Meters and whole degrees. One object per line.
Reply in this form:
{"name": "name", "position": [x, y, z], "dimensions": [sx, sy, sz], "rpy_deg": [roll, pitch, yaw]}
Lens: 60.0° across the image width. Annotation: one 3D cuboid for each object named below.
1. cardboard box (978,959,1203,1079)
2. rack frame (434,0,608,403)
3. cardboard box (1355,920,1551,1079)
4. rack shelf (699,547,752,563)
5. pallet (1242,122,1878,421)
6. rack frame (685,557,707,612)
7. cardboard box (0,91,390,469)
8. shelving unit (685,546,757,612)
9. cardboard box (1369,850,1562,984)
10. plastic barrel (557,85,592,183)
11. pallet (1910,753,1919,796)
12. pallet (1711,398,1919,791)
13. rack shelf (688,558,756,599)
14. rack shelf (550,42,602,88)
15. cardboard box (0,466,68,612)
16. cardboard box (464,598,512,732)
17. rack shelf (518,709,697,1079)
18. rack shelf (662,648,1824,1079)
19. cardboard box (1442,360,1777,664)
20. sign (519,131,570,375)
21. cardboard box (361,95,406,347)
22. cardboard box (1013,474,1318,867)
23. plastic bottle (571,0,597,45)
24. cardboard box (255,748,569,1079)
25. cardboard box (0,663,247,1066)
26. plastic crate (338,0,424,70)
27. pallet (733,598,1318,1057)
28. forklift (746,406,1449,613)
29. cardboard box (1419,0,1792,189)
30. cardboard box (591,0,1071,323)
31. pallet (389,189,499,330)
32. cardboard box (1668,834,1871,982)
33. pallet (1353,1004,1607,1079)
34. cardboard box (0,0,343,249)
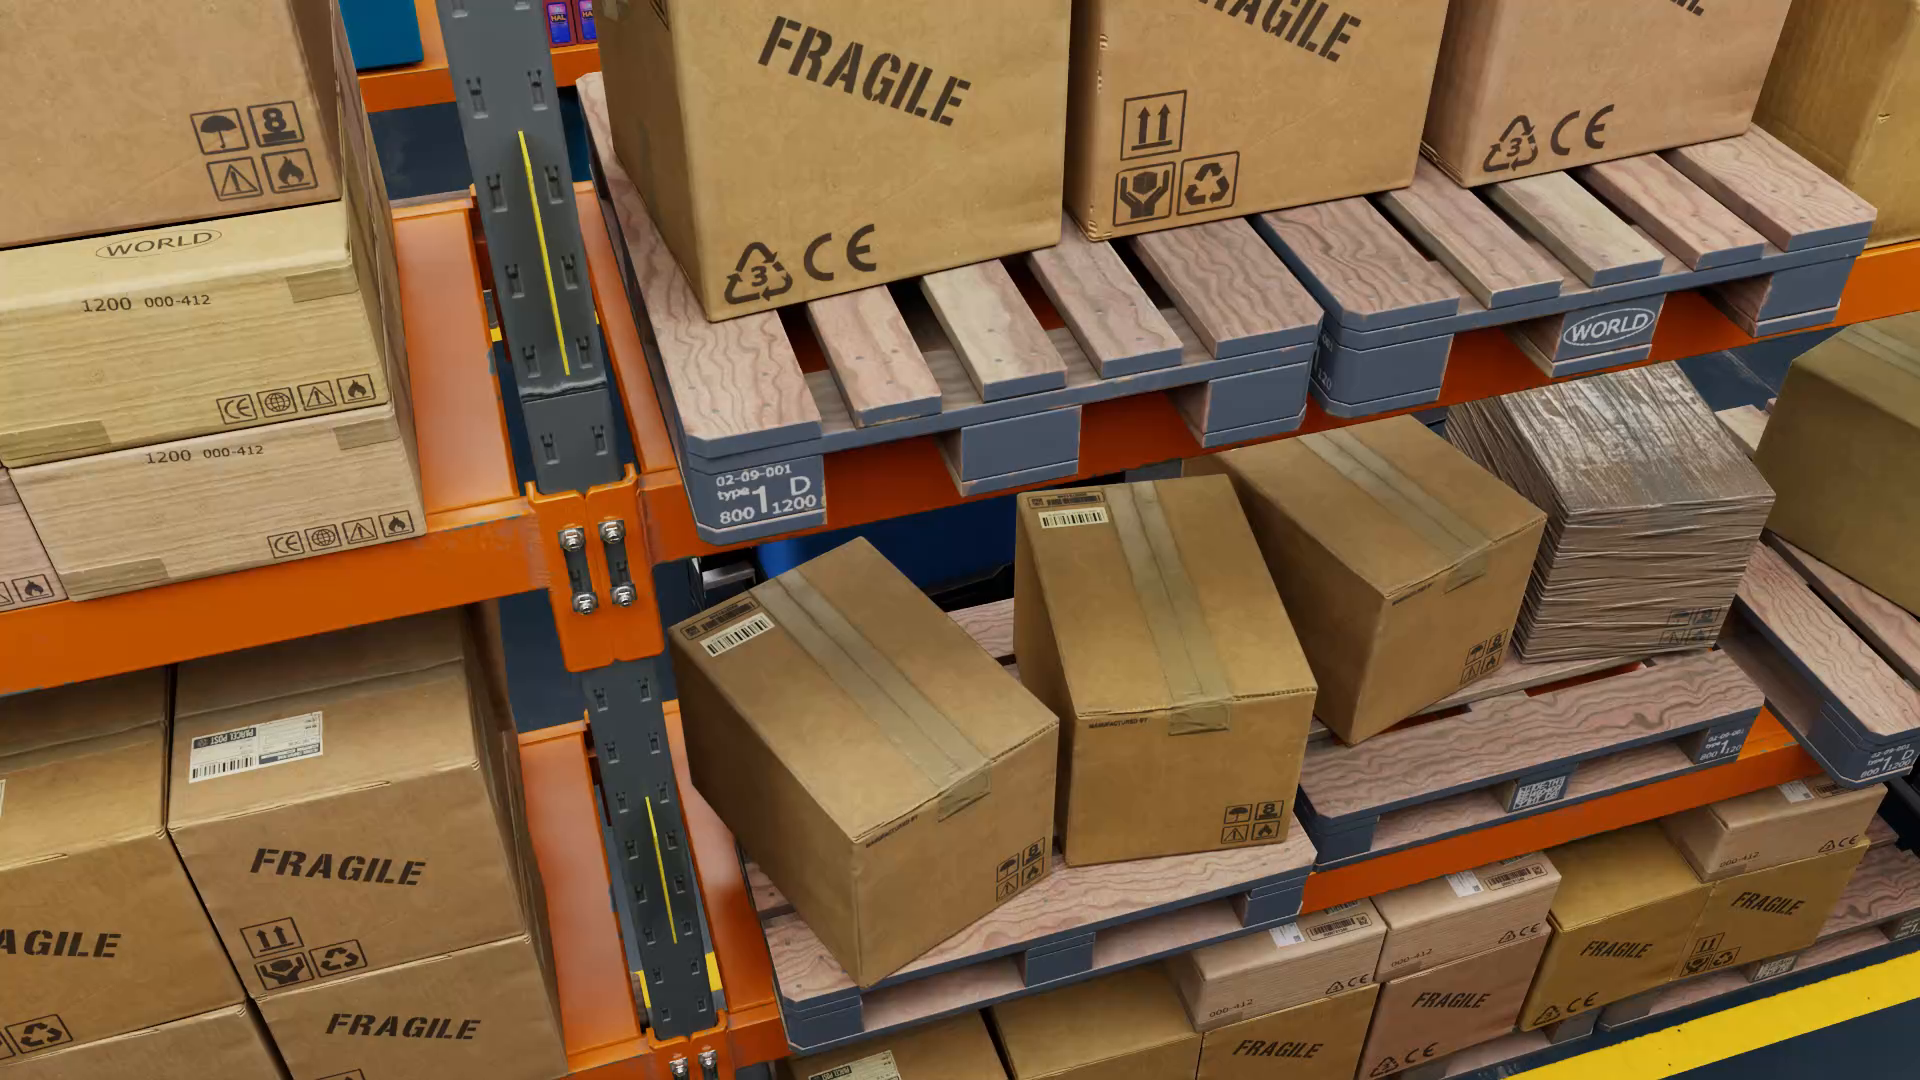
{"name": "cardboard box", "position": [0.312, 1.325, 4.518], "dimensions": [0.500, 0.500, 0.500], "rpy_deg": [-11, 42, -12]}
{"name": "rack frame", "position": [-0.728, -1.654, 1.804], "dimensions": [0.127, 3.000, 1.000], "rpy_deg": [-12, 42, -13]}
{"name": "cardboard box", "position": [1.273, 1.132, 4.740], "dimensions": [0.500, 0.500, 0.500], "rpy_deg": [-13, 43, -15]}
{"name": "rack shelf", "position": [-0.909, -0.046, 6.169], "dimensions": [0.200, 0.077, 0.258], "rpy_deg": [-16, 44, -18]}
{"name": "pallet", "position": [0.904, -0.746, 3.187], "dimensions": [1.003, 0.211, 1.213], "rpy_deg": [-12, 42, -13]}
{"name": "rack frame", "position": [-1.002, -0.044, 6.116], "dimensions": [0.006, 0.900, 0.240], "rpy_deg": [-16, 44, -18]}
{"name": "cardboard box", "position": [-1.110, -0.390, 2.371], "dimensions": [0.500, 0.250, 0.500], "rpy_deg": [-12, 42, -13]}
{"name": "shelving unit", "position": [-0.909, -0.071, 6.147], "dimensions": [0.210, 0.900, 0.258], "rpy_deg": [-16, 44, -18]}
{"name": "cardboard box", "position": [1.239, 0.858, 4.483], "dimensions": [0.500, 0.250, 0.500], "rpy_deg": [-12, 43, -14]}
{"name": "plastic barrel", "position": [-1.688, -1.969, 8.000], "dimensions": [0.708, 0.901, 0.600], "rpy_deg": [-12, 42, -13]}
{"name": "pallet", "position": [3.884, 0.726, 5.758], "dimensions": [1.213, 0.211, 1.003], "rpy_deg": [-12, 42, -13]}
{"name": "pallet", "position": [2.462, 0.065, 4.542], "dimensions": [1.003, 0.211, 1.213], "rpy_deg": [-12, 42, -13]}
{"name": "rack shelf", "position": [-0.909, 0.090, 6.287], "dimensions": [0.200, 0.077, 0.258], "rpy_deg": [-16, 44, -18]}
{"name": "rack shelf", "position": [-0.305, -2.629, 8.026], "dimensions": [4.000, 0.370, 1.077], "rpy_deg": [-12, 42, -13]}
{"name": "cardboard box", "position": [-1.592, -0.113, 2.434], "dimensions": [0.500, 0.250, 0.500], "rpy_deg": [-12, 42, -13]}
{"name": "cardboard box", "position": [-1.262, 0.107, 3.511], "dimensions": [0.500, 0.500, 0.500], "rpy_deg": [-11, 42, -12]}
{"name": "rack shelf", "position": [-2.635, 1.271, 3.562], "dimensions": [4.000, 0.370, 1.077], "rpy_deg": [-12, 42, -13]}
{"name": "rack shelf", "position": [1.180, 0.481, 4.467], "dimensions": [4.000, 0.370, 1.077], "rpy_deg": [-12, 42, -13]}
{"name": "cardboard box", "position": [1.591, -0.125, 4.218], "dimensions": [0.500, 0.500, 0.700], "rpy_deg": [-4, 41, -5]}
{"name": "sign", "position": [-0.558, -0.380, 2.233], "dimensions": [0.005, 0.325, 0.100], "rpy_deg": [-12, 42, -13]}
{"name": "cardboard box", "position": [-1.266, -0.527, 2.908], "dimensions": [0.500, 0.250, 0.500], "rpy_deg": [-12, 42, -13]}
{"name": "cardboard box", "position": [0.428, 0.280, 3.754], "dimensions": [0.500, 0.500, 0.700], "rpy_deg": [-5, 41, -6]}
{"name": "plastic bottle", "position": [-1.607, -2.291, 7.182], "dimensions": [0.133, 0.283, 0.061], "rpy_deg": [-12, 42, -13]}
{"name": "cardboard box", "position": [-1.128, 0.827, 3.447], "dimensions": [0.500, 0.500, 0.500], "rpy_deg": [-11, 42, -12]}
{"name": "cardboard box", "position": [-1.620, 0.556, 2.998], "dimensions": [0.500, 0.500, 0.500], "rpy_deg": [-12, 43, -14]}
{"name": "plastic crate", "position": [-2.555, -2.215, 6.972], "dimensions": [0.575, 0.384, 0.392], "rpy_deg": [-12, 42, -13]}
{"name": "pallet", "position": [0.067, 0.588, 3.943], "dimensions": [1.213, 0.211, 1.003], "rpy_deg": [-12, 42, -13]}
{"name": "forklift", "position": [0.574, -1.270, 5.976], "dimensions": [3.031, 2.935, 1.130], "rpy_deg": [-16, 44, -18]}
{"name": "cardboard box", "position": [1.046, -1.077, 2.952], "dimensions": [0.600, 0.600, 0.600], "rpy_deg": [-13, 43, -15]}
{"name": "cardboard box", "position": [-0.225, -0.812, 2.648], "dimensions": [0.600, 0.600, 0.600], "rpy_deg": [-16, 43, -17]}
{"name": "pallet", "position": [-2.902, -1.285, 8.060], "dimensions": [1.213, 0.211, 1.003], "rpy_deg": [-12, 42, -13]}
{"name": "cardboard box", "position": [2.266, 0.922, 4.980], "dimensions": [0.500, 0.500, 0.500], "rpy_deg": [-10, 42, -11]}
{"name": "pallet", "position": [1.202, 1.227, 5.185], "dimensions": [1.213, 0.211, 1.003], "rpy_deg": [-12, 42, -13]}
{"name": "cardboard box", "position": [-1.180, -0.819, 2.292], "dimensions": [0.500, 0.500, 0.700], "rpy_deg": [-12, 42, -13]}
